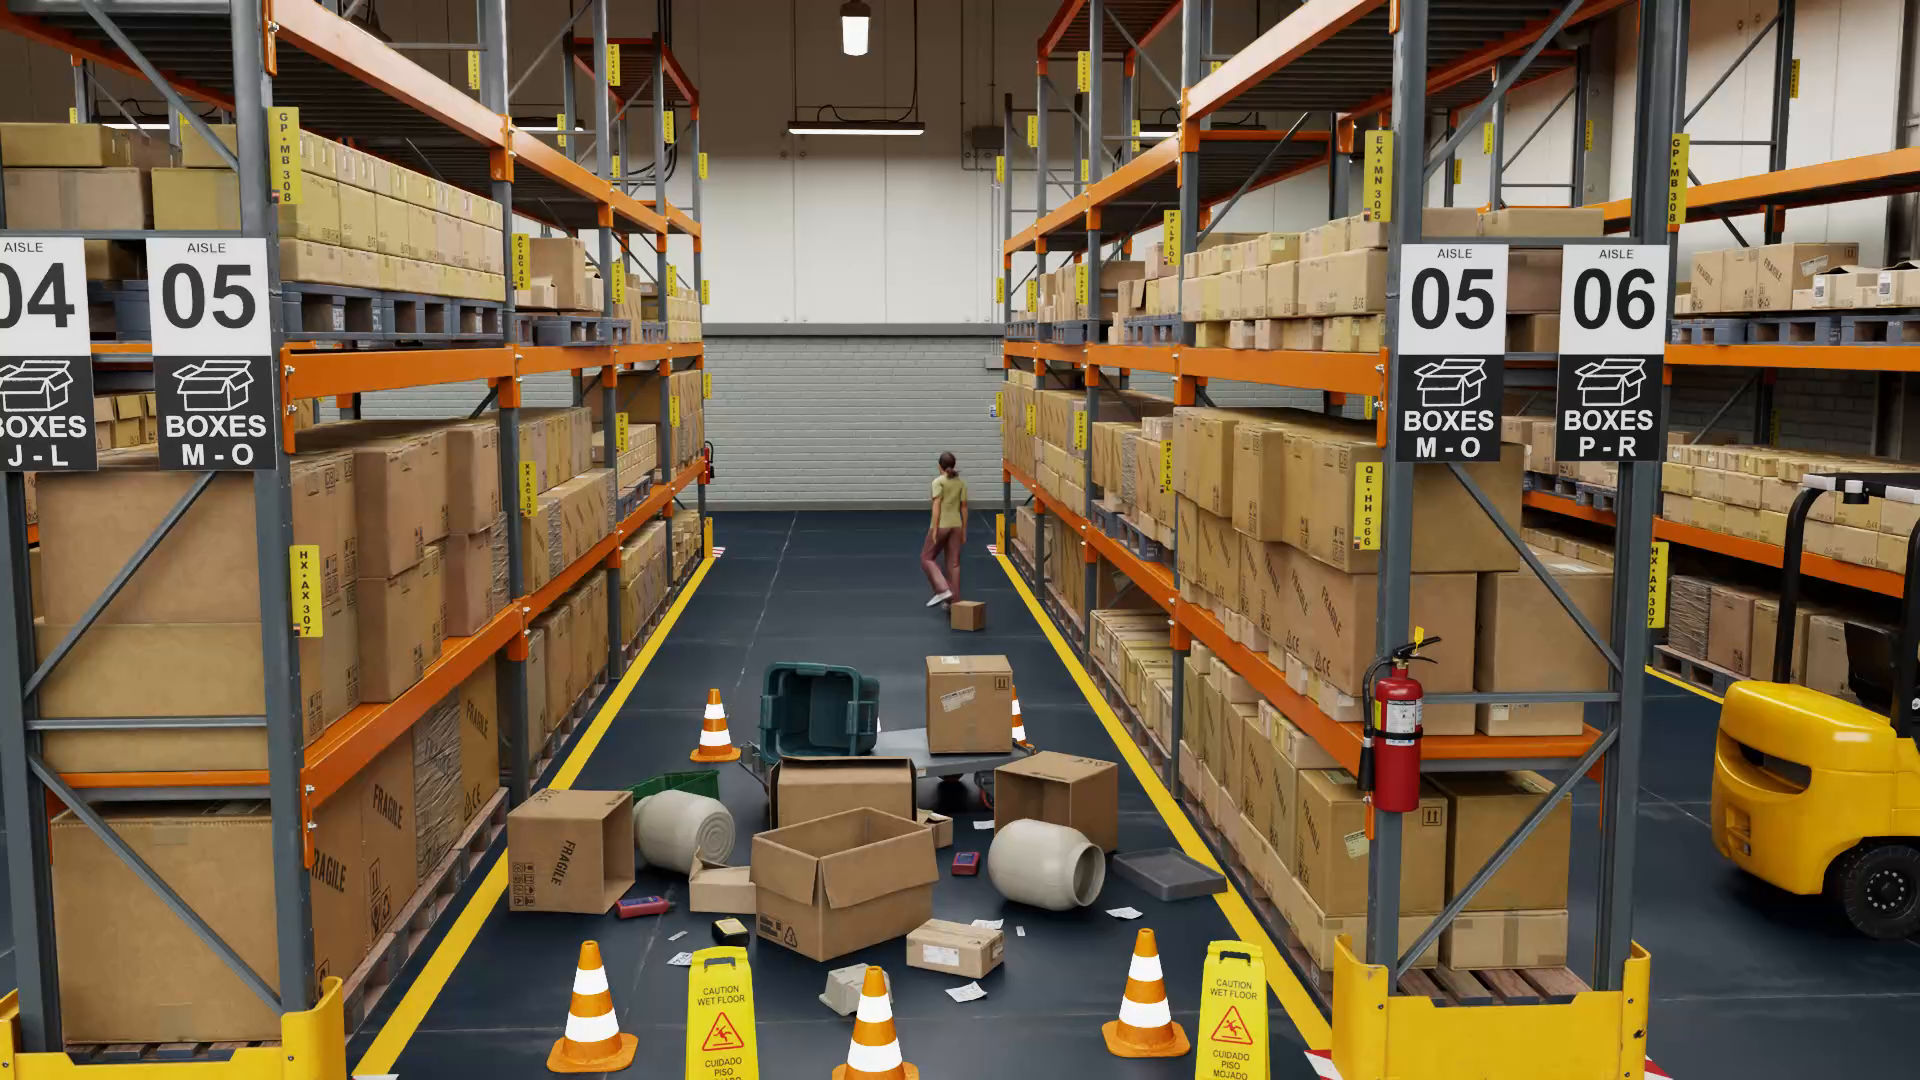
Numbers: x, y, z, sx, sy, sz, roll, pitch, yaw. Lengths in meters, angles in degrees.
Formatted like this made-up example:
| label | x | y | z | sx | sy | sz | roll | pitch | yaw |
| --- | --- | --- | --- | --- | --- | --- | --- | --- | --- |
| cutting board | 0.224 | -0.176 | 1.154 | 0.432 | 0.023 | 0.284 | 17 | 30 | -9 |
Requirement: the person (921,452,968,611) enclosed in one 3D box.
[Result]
| label | x | y | z | sx | sy | sz | roll | pitch | yaw |
| --- | --- | --- | --- | --- | --- | --- | --- | --- | --- |
| person | -0.133 | -0.089 | 17.381 | 0.495 | 1.655 | 0.470 | -4 | 8 | -30 |
